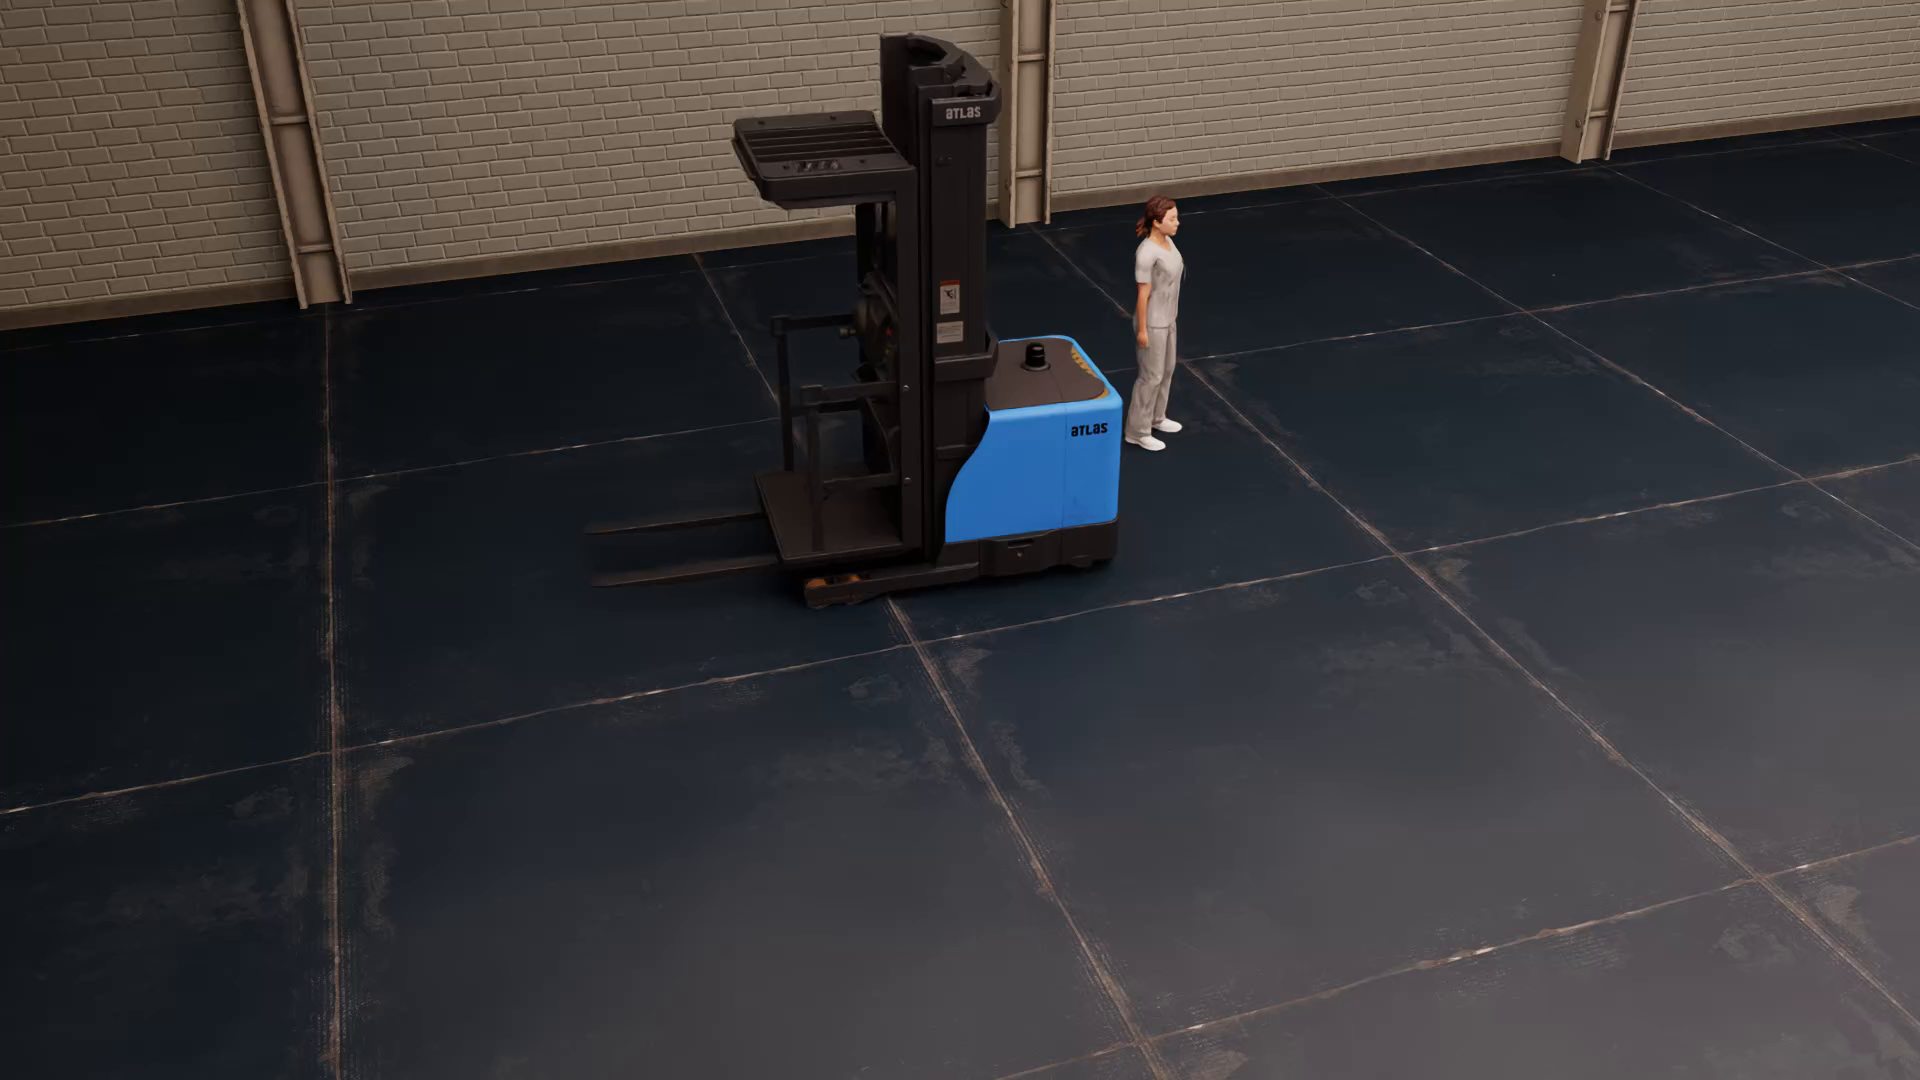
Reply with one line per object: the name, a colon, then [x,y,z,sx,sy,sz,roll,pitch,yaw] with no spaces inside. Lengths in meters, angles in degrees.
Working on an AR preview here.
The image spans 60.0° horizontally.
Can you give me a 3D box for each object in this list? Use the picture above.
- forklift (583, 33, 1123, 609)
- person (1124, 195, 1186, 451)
forklift: [-0.650,-1.174,9.127,3.031,2.935,1.130,-7,31,-13]
person: [1.280,-1.427,10.833,0.366,1.670,0.494,12,32,20]
